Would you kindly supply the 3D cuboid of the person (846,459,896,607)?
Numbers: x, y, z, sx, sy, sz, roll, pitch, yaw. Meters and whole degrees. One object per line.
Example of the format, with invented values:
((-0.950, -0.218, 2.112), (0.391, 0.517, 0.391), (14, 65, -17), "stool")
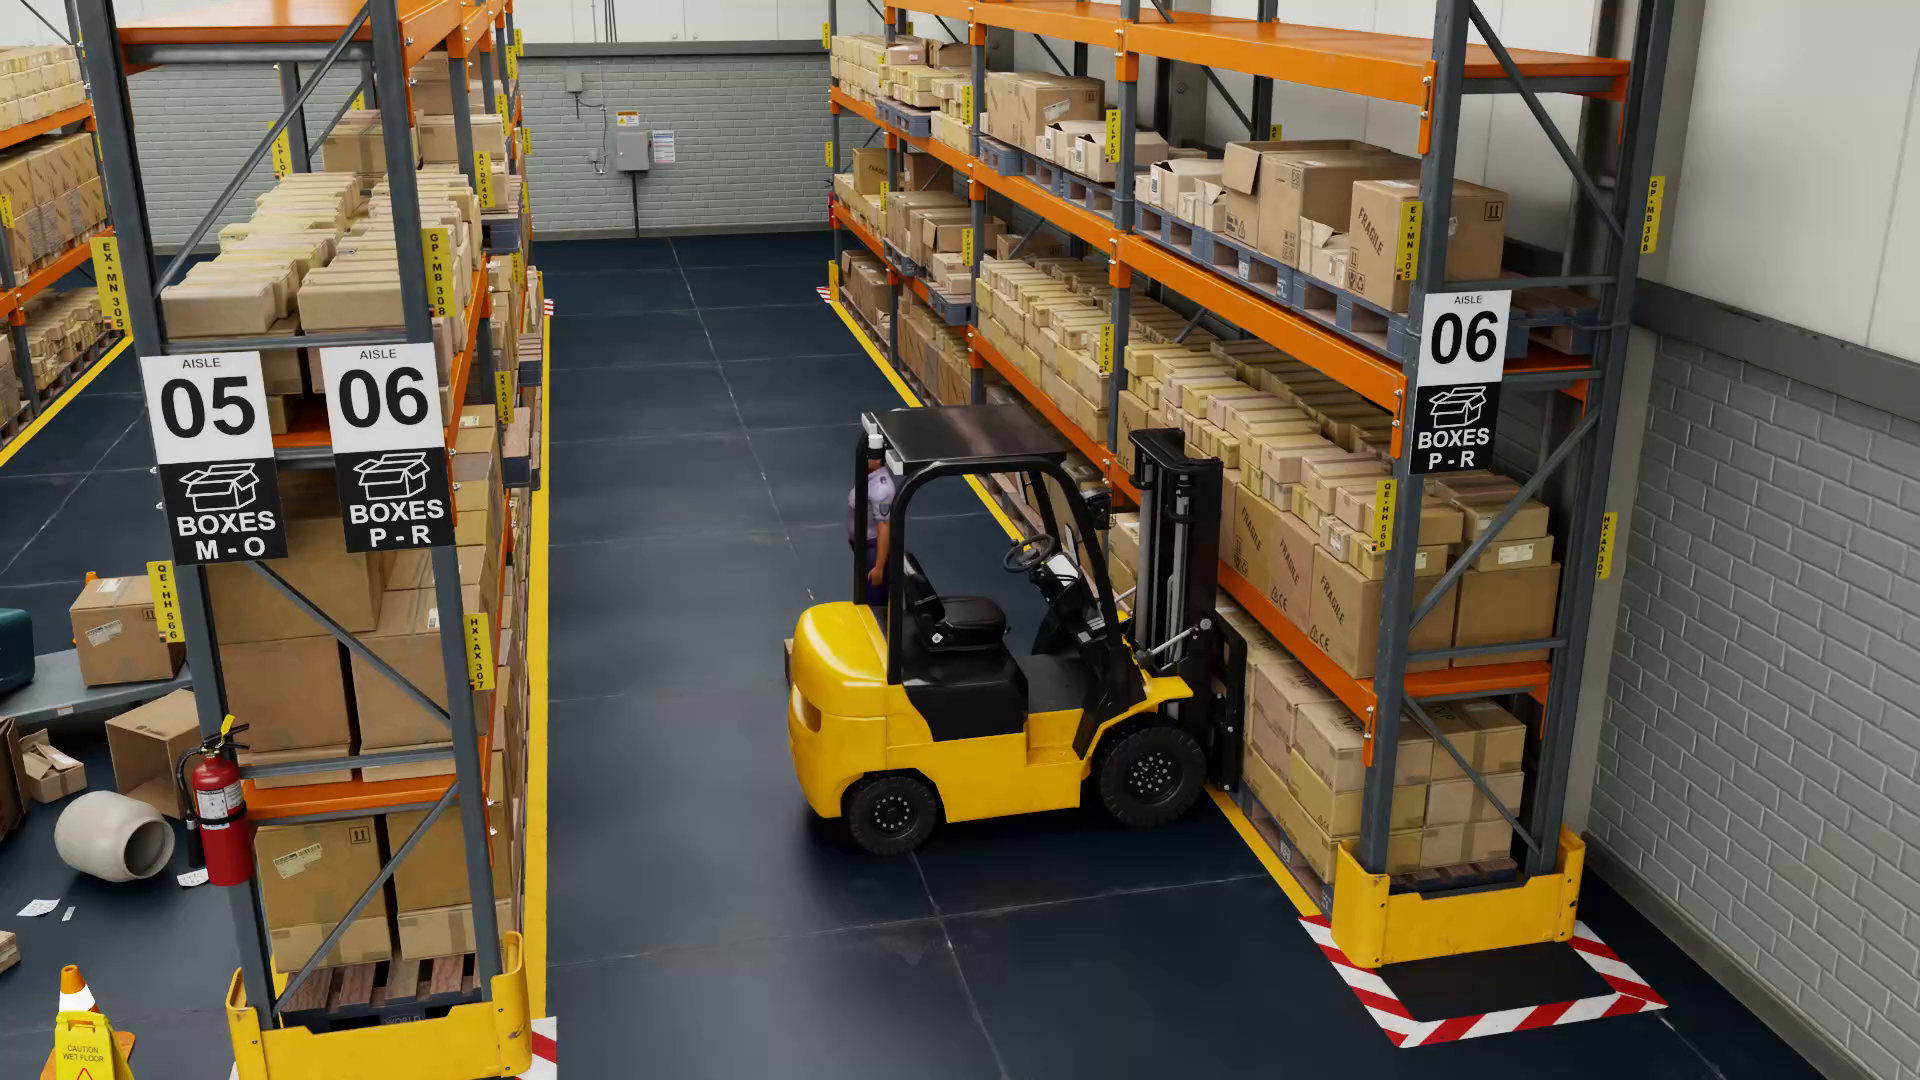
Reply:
((-0.583, 0.119, 10.762), (0.422, 1.646, 0.470), (-4, 20, -11), "person")
